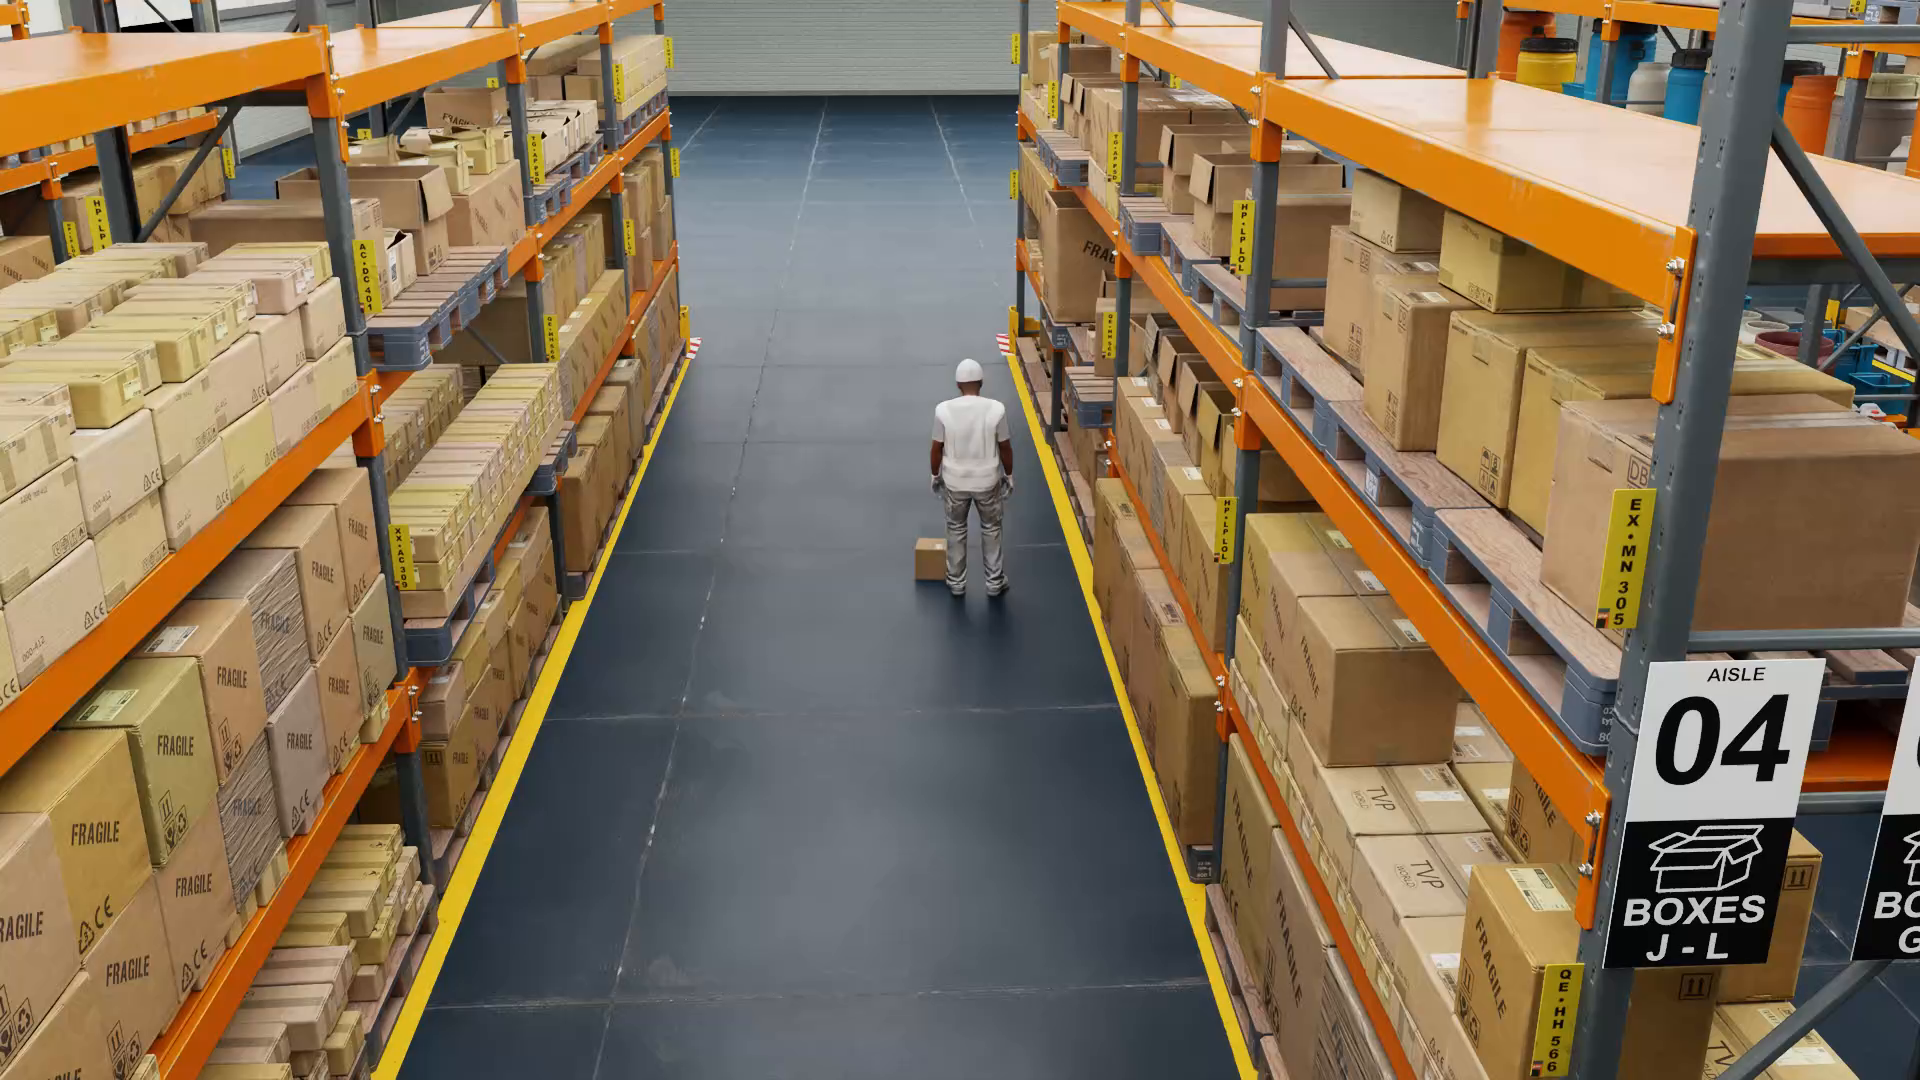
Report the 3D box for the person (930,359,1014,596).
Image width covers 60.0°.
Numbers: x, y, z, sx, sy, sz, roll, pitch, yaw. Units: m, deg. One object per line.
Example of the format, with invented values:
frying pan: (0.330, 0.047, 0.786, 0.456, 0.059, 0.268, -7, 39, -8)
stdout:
person: (0.091, -0.450, 12.288, 0.616, 1.772, 0.452, 1, 20, 4)
